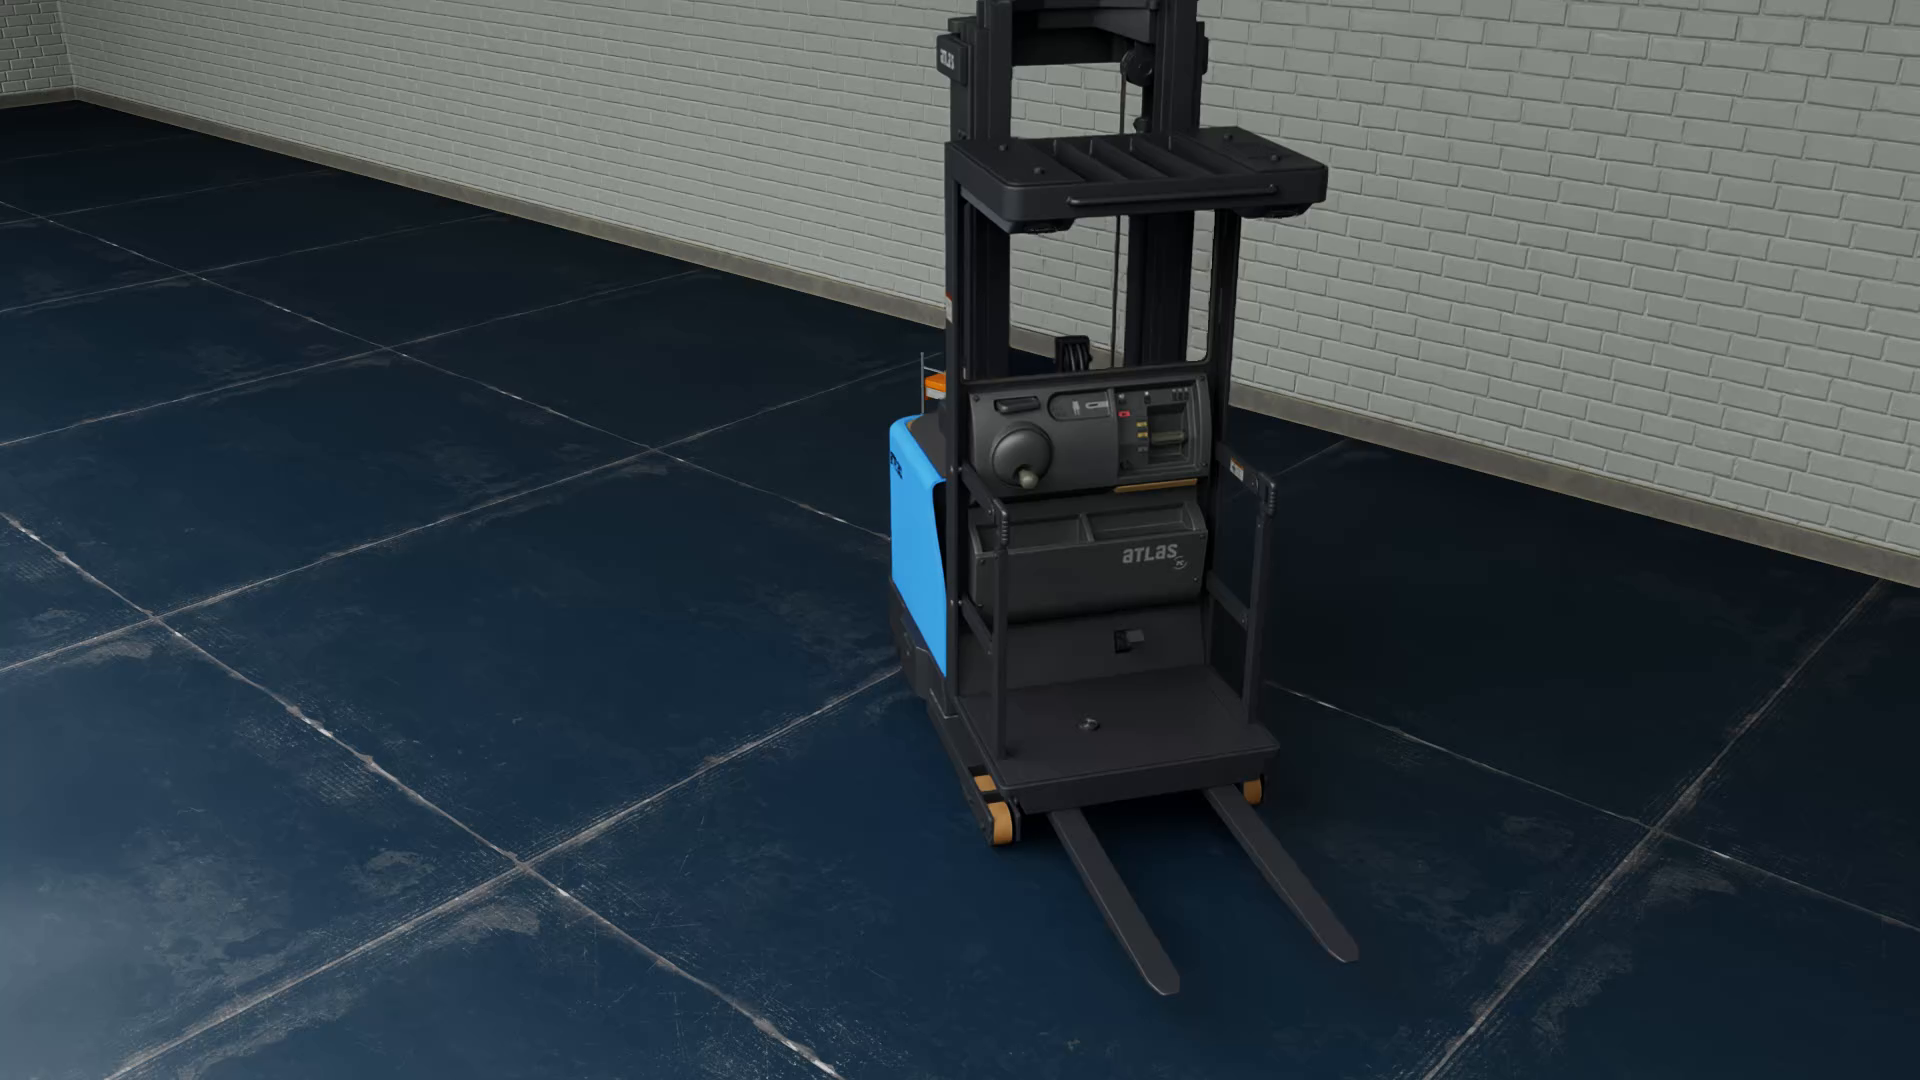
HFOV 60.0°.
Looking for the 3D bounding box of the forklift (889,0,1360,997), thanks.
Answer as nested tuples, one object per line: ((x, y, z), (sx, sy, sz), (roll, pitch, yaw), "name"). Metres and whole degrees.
((0.550, -0.372, 5.998), (1.130, 2.935, 3.031), (-6, 25, -14), "forklift")

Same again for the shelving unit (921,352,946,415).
((-0.036, -0.463, 8.499), (0.215, 1.050, 0.252), (20, 31, 38), "shelving unit")

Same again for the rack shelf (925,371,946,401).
((-0.036, -0.712, 8.387), (0.215, 0.259, 0.240), (20, 31, 38), "rack shelf")

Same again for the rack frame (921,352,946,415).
((-0.117, -0.426, 8.416), (0.200, 1.050, 0.008), (20, 31, 38), "rack frame")
